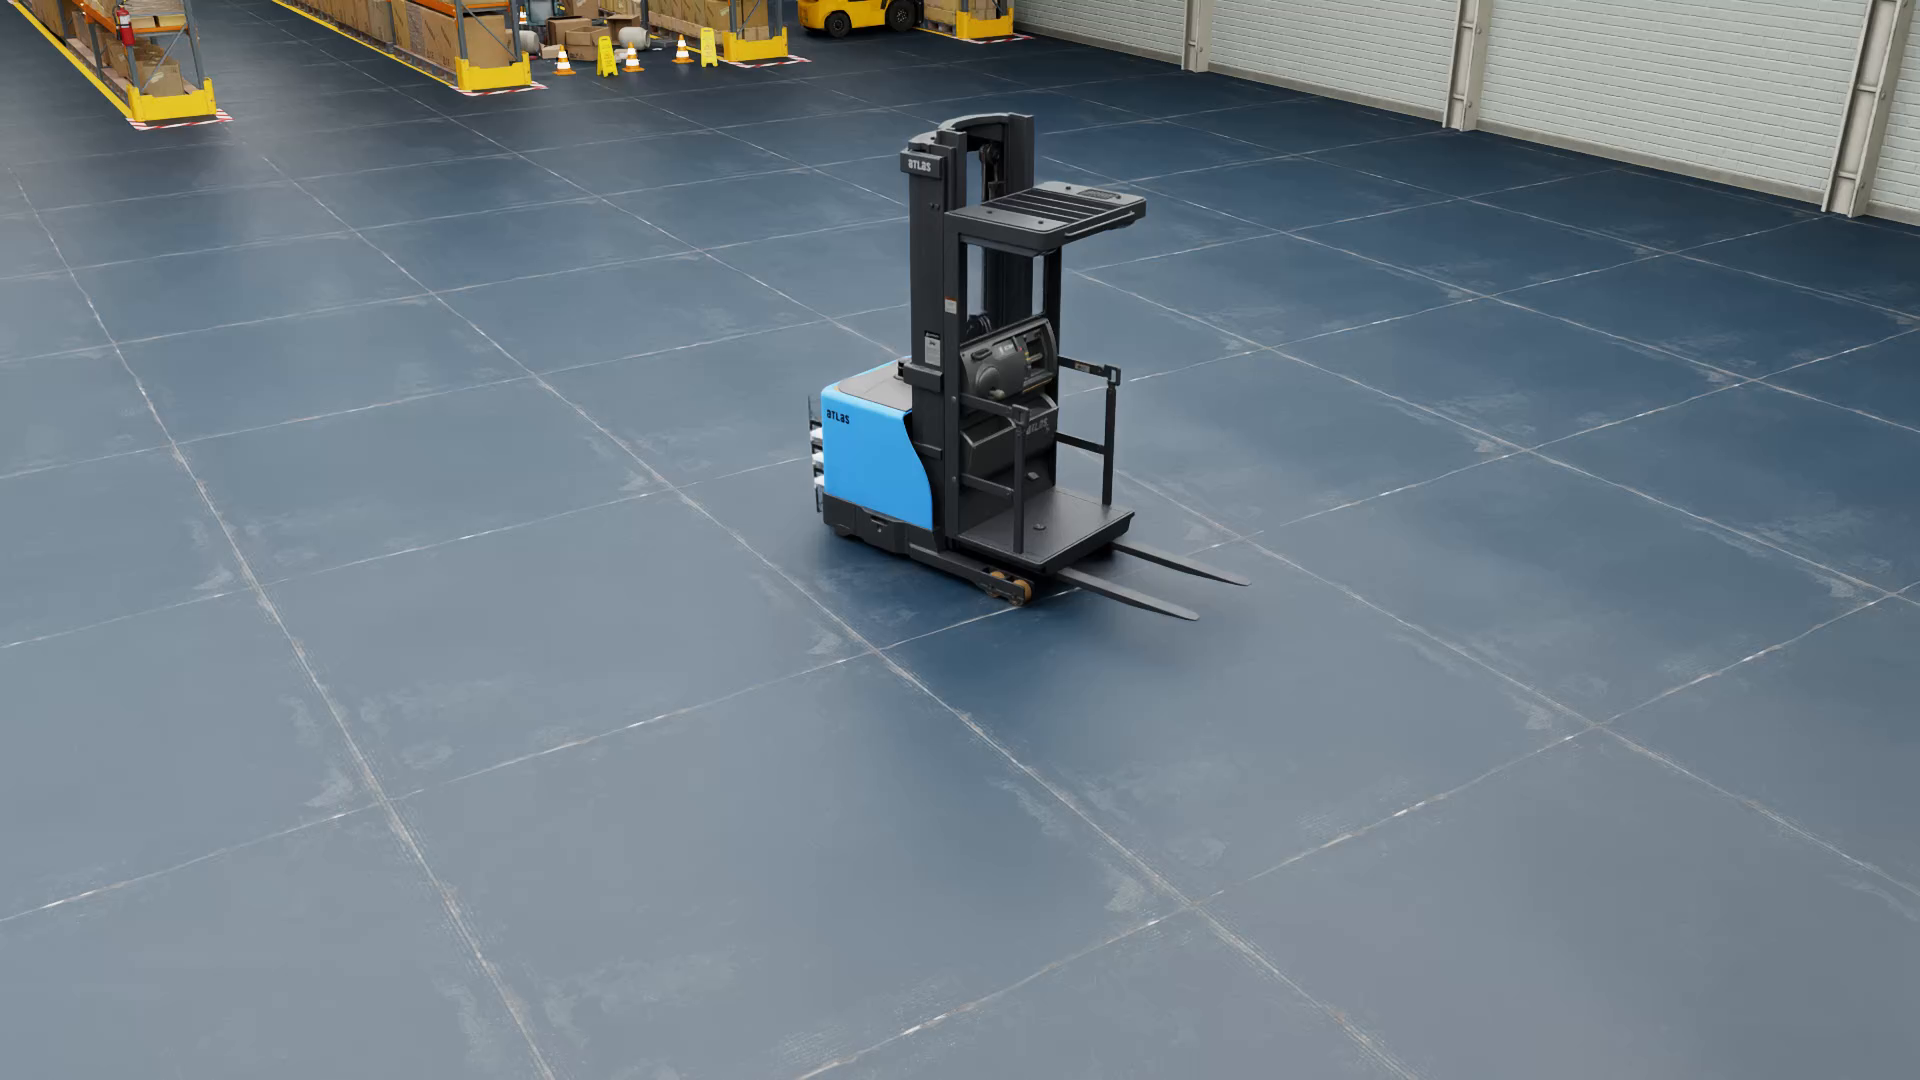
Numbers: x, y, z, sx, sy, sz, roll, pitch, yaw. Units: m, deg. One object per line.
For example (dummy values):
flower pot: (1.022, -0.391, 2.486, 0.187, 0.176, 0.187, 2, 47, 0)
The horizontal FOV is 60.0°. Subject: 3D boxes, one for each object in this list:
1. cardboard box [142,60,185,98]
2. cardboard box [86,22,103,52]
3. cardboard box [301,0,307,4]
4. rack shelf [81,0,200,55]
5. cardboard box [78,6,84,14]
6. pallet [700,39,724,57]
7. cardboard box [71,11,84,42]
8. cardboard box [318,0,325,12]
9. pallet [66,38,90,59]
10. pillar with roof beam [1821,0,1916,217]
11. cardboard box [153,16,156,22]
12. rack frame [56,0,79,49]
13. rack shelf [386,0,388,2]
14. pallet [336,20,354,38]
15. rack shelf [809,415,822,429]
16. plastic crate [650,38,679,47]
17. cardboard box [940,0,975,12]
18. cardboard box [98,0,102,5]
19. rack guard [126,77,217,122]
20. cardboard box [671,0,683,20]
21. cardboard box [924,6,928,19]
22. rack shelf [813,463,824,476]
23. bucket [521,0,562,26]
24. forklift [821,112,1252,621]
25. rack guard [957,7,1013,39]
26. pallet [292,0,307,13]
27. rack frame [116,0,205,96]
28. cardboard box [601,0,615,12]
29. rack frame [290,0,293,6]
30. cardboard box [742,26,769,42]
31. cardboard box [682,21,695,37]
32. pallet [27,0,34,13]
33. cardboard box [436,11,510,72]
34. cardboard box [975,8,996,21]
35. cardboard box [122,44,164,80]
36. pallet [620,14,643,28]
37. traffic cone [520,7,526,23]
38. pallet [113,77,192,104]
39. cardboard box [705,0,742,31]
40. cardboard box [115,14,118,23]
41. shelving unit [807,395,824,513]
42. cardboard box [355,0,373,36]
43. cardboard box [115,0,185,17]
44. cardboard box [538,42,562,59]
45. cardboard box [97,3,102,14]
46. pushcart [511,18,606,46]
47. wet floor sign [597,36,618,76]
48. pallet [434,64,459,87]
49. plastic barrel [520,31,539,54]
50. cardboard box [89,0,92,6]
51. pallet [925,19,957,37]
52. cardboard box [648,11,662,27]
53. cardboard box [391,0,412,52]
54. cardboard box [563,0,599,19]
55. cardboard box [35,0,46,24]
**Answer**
cardboard box: (-12.309, -7.116, 25.709, 0.500, 0.500, 0.500, -10, 27, -20)
cardboard box: (-15.034, -8.928, 29.524, 0.700, 0.500, 0.500, -18, 31, -34)
cardboard box: (-13.851, -11.786, 35.601, 0.500, 0.500, 0.500, -14, 29, -27)
rack shelf: (-13.074, -8.219, 26.452, 1.077, 0.370, 4.000, -16, 29, -30)
cardboard box: (-15.959, -9.866, 30.632, 0.500, 0.250, 0.500, -14, 29, -28)
pallet: (-4.135, -9.204, 30.961, 1.003, 0.211, 1.213, -16, 29, -30)
cardboard box: (-15.967, -9.524, 30.787, 0.700, 0.500, 0.500, -17, 30, -32)
cardboard box: (-12.997, -11.231, 34.425, 0.500, 0.500, 0.500, -14, 29, -28)
pallet: (-15.924, -9.150, 30.847, 1.003, 0.211, 1.213, -16, 29, -30)
pillar with roof beam: (7.072, -7.027, 16.057, 9.100, 9.000, 0.400, -16, 29, -30)
cardboard box: (-12.183, -8.060, 25.566, 0.380, 0.149, 0.250, -16, 29, -30)
rack frame: (-16.350, -10.691, 30.845, 1.000, 3.000, 0.127, -16, 29, -30)
rack shelf: (-11.047, -10.770, 31.855, 1.077, 0.370, 4.000, -16, 29, -30)
pallet: (-11.772, -10.250, 33.177, 1.003, 0.211, 1.213, -16, 29, -30)
rack shelf: (-0.916, -0.845, 11.881, 0.200, 0.077, 0.258, 16, 30, 37)
plastic crate: (-5.693, -9.496, 31.735, 0.583, 0.080, 0.402, 18, 31, 33)
cardboard box: (-0.050, -10.571, 32.734, 0.500, 0.250, 0.500, -16, 30, -30)
cardboard box: (-13.133, -8.733, 26.233, 0.875, 0.500, 0.500, -16, 29, -30)
rack guard: (-12.024, -6.726, 25.375, 1.175, 0.500, 0.348, -16, 29, -30)
cardboard box: (-5.183, -10.206, 31.670, 0.500, 0.500, 0.500, -14, 29, -27)
cardboard box: (-0.573, -10.699, 33.591, 0.500, 0.250, 0.500, -15, 29, -29)
rack shelf: (-0.901, -0.514, 12.023, 0.200, 0.077, 0.258, 16, 30, 37)
bucket: (-7.949, -10.075, 31.595, 0.726, 0.611, 0.620, -6, 16, -12)
forklift: (0.485, -1.154, 10.724, 3.031, 2.935, 1.130, 19, 31, 35)
rack guard: (0.491, -10.158, 32.644, 1.175, 0.500, 0.348, -16, 29, -30)
pallet: (-13.896, -11.702, 36.254, 1.003, 0.211, 1.213, -16, 29, -30)
rack frame: (-11.983, -7.829, 24.783, 1.000, 3.000, 0.127, -16, 29, -30)
cardboard box: (-6.928, -11.263, 34.643, 0.950, 0.372, 0.625, -14, 29, -28)
rack frame: (-14.322, -13.241, 36.247, 1.000, 3.000, 0.127, -16, 29, -30)
cardboard box: (-3.888, -9.438, 30.921, 0.500, 0.250, 0.500, -16, 30, -30)
cardboard box: (-4.913, -9.685, 31.443, 0.500, 0.250, 0.500, -17, 30, -31)
pallet: (-19.553, -11.587, 36.011, 1.003, 0.211, 1.213, -16, 29, -30)
cardboard box: (-8.197, -8.405, 28.000, 0.875, 0.875, 0.875, -15, 29, -29)
cardboard box: (0.373, -10.465, 33.095, 0.500, 0.250, 0.500, -15, 29, -29)
cardboard box: (-13.258, -7.760, 27.073, 0.500, 0.500, 0.500, -19, 31, -34)
pallet: (-6.289, -10.587, 33.891, 1.003, 0.211, 1.213, -16, 29, -30)
traffic cone: (-8.709, -10.410, 33.222, 0.336, 0.463, 0.334, -16, 29, -30)
pallet: (-13.100, -7.330, 26.993, 1.003, 0.211, 1.213, -16, 29, -30)
cardboard box: (-4.335, -9.650, 30.491, 0.500, 0.500, 0.500, -15, 29, -29)
cardboard box: (-12.627, -7.936, 25.305, 0.380, 0.149, 0.250, -16, 29, -30)
shelving unit: (-0.906, -0.627, 11.974, 0.210, 0.900, 0.258, 16, 30, 37)
cardboard box: (-10.893, -10.099, 31.735, 1.050, 0.750, 0.750, -16, 29, -30)
cardboard box: (-12.260, -8.212, 25.129, 0.875, 0.500, 0.500, -16, 29, -30)
cardboard box: (-7.474, -8.958, 30.377, 0.396, 0.266, 0.258, -10, 27, -21)
cardboard box: (-13.471, -8.466, 26.426, 0.380, 0.149, 0.250, -16, 29, -30)
pushcart: (-7.746, -9.834, 32.103, 0.936, 0.377, 1.648, 18, 31, 33)
wet floor sign: (-6.097, -8.335, 28.614, 0.267, 0.644, 0.232, -22, 33, -38)
pallet: (-8.274, -7.956, 28.318, 1.003, 0.211, 1.213, -16, 29, -30)
plastic barrel: (-8.051, -9.166, 30.634, 0.512, 0.421, 0.421, 3, 25, 6)
cardboard box: (-14.015, -8.824, 27.185, 0.380, 0.149, 0.250, -16, 29, -30)
pallet: (0.025, -10.300, 33.283, 1.003, 0.211, 1.213, -16, 29, -30)
cardboard box: (-5.767, -10.242, 32.623, 0.500, 0.250, 0.500, -17, 30, -32)
cardboard box: (-9.671, -9.368, 30.039, 0.875, 0.875, 0.875, -15, 29, -29)
cardboard box: (-7.338, -10.356, 32.177, 0.500, 0.500, 0.500, -16, 29, -30)
cardboard box: (-17.679, -10.807, 33.088, 1.225, 0.875, 0.875, -17, 30, -31)
